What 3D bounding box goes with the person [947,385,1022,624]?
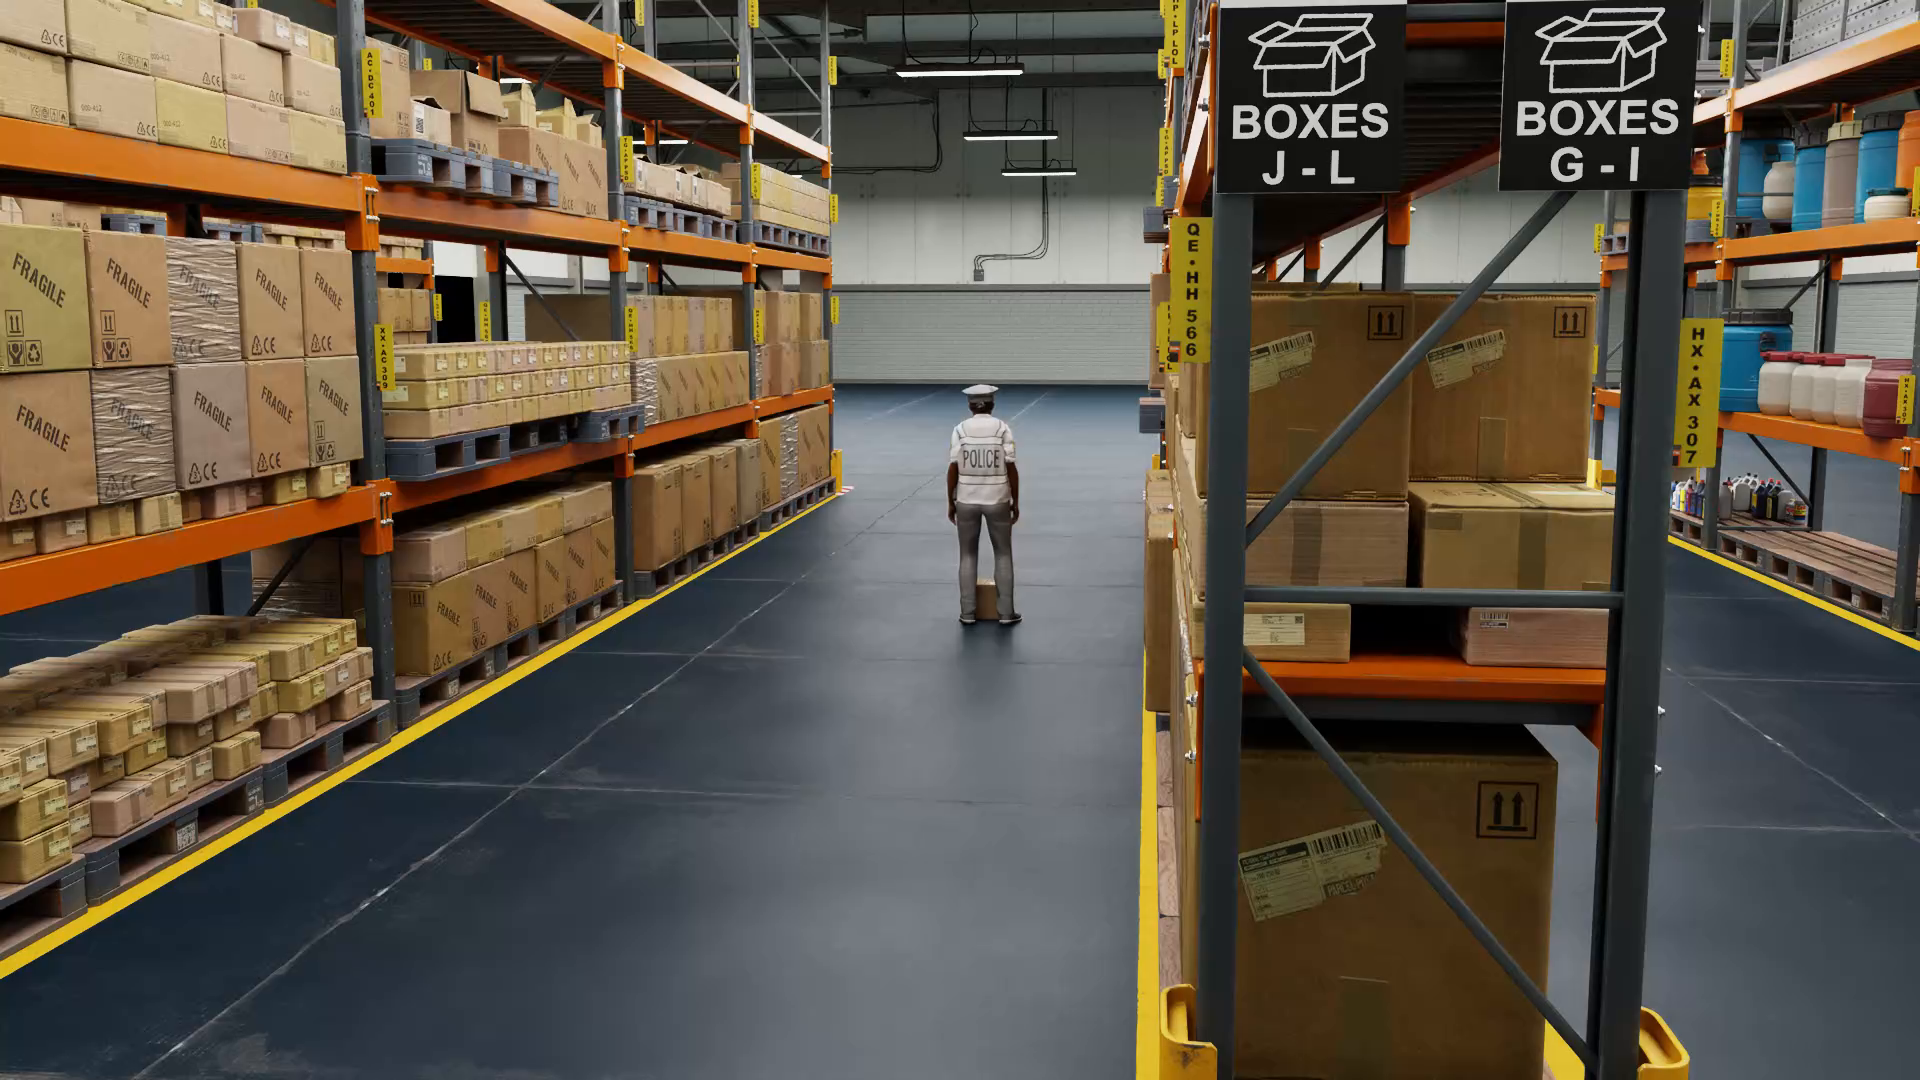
[{"bbox_3d":[0.173,-0.243,11.599,0.519,1.658,0.399,1,8,5],"label":"person"}]
